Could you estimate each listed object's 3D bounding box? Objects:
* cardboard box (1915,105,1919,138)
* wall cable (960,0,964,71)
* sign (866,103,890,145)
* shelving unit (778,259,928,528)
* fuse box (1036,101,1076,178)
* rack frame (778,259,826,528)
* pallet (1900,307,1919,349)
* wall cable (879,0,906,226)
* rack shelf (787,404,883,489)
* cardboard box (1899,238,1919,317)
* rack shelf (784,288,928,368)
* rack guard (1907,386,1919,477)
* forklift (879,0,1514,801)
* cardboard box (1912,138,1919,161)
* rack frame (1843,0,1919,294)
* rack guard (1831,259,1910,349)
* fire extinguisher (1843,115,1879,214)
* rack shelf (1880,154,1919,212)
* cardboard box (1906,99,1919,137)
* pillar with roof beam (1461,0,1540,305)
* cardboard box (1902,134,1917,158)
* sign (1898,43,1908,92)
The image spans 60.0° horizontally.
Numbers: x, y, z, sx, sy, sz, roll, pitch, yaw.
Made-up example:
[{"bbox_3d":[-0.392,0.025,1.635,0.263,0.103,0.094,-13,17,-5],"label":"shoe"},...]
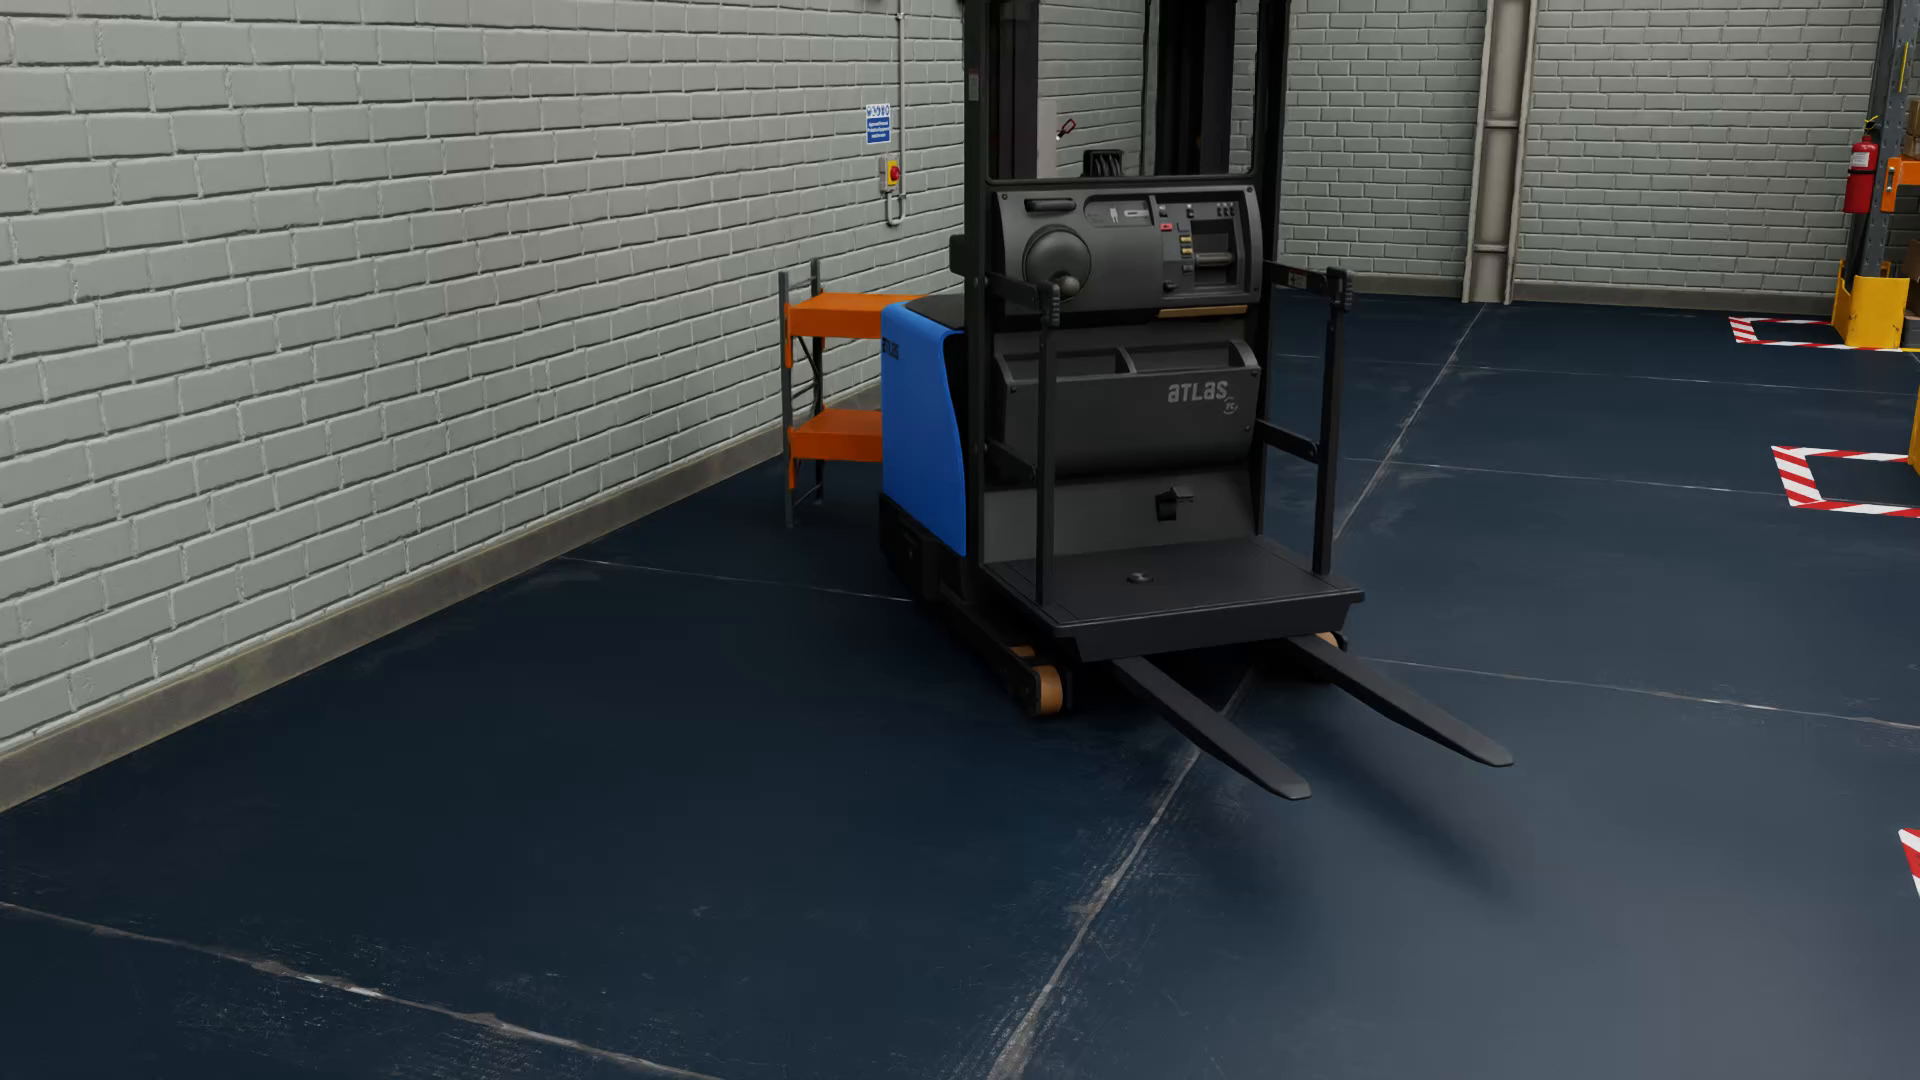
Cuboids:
[{"bbox_3d":[7.004,-2.928,11.614,0.500,0.250,0.500,6,17,21],"label":"cardboard box"},{"bbox_3d":[0.118,-3.113,10.695,0.122,1.984,0.588,6,17,21],"label":"wall cable"},{"bbox_3d":[-0.466,-2.380,9.506,0.001,0.218,0.327,6,17,21],"label":"sign"},{"bbox_3d":[-0.206,-0.632,7.332,1.048,1.125,0.538,4,17,12],"label":"shelving unit"},{"bbox_3d":[0.515,-2.167,11.570,0.414,1.711,0.539,6,17,21],"label":"fuse box"},{"bbox_3d":[-0.703,-0.663,7.439,0.032,1.125,0.500,4,17,12],"label":"rack frame"},{"bbox_3d":[7.493,-1.545,12.117,1.213,0.211,1.003,6,17,21],"label":"pallet"},{"bbox_3d":[-0.391,-2.759,9.419,0.123,1.953,0.585,6,17,21],"label":"wall cable"},{"bbox_3d":[-0.206,-0.397,7.401,1.000,0.278,0.538,4,17,12],"label":"rack shelf"},{"bbox_3d":[7.215,-1.889,12.024,0.637,0.503,0.797,6,17,18],"label":"cardboard box"},{"bbox_3d":[-0.206,-0.913,7.251,1.000,0.278,0.538,4,17,12],"label":"rack shelf"},{"bbox_3d":[4.840,-0.487,7.956,0.348,0.500,1.175,6,17,21],"label":"rack guard"},{"bbox_3d":[0.639,-0.976,5.280,1.130,2.935,3.031,-6,17,-19],"label":"forklift"},{"bbox_3d":[6.886,-2.748,11.709,0.250,0.149,0.380,6,17,20],"label":"cardboard box"},{"bbox_3d":[6.681,-2.973,12.035,0.127,3.000,1.000,6,17,21],"label":"rack frame"},{"bbox_3d":[6.751,-1.765,12.357,0.348,0.500,1.175,6,17,21],"label":"rack guard"},{"bbox_3d":[6.374,-2.652,11.737,0.183,0.674,0.296,6,17,21],"label":"fire extinguisher"},{"bbox_3d":[8.541,-2.423,11.430,4.000,0.370,1.077,6,17,21],"label":"rack shelf"},{"bbox_3d":[7.206,-3.066,12.089,0.500,0.250,0.500,7,18,22],"label":"cardboard box"},{"bbox_3d":[2.923,-5.247,9.108,0.400,9.000,9.100,6,17,21],"label":"pillar with roof beam"},{"bbox_3d":[7.087,-2.888,12.193,0.250,0.149,0.380,6,17,20],"label":"cardboard box"},{"bbox_3d":[6.482,-3.248,11.429,0.005,0.325,0.100,6,17,21],"label":"sign"}]
